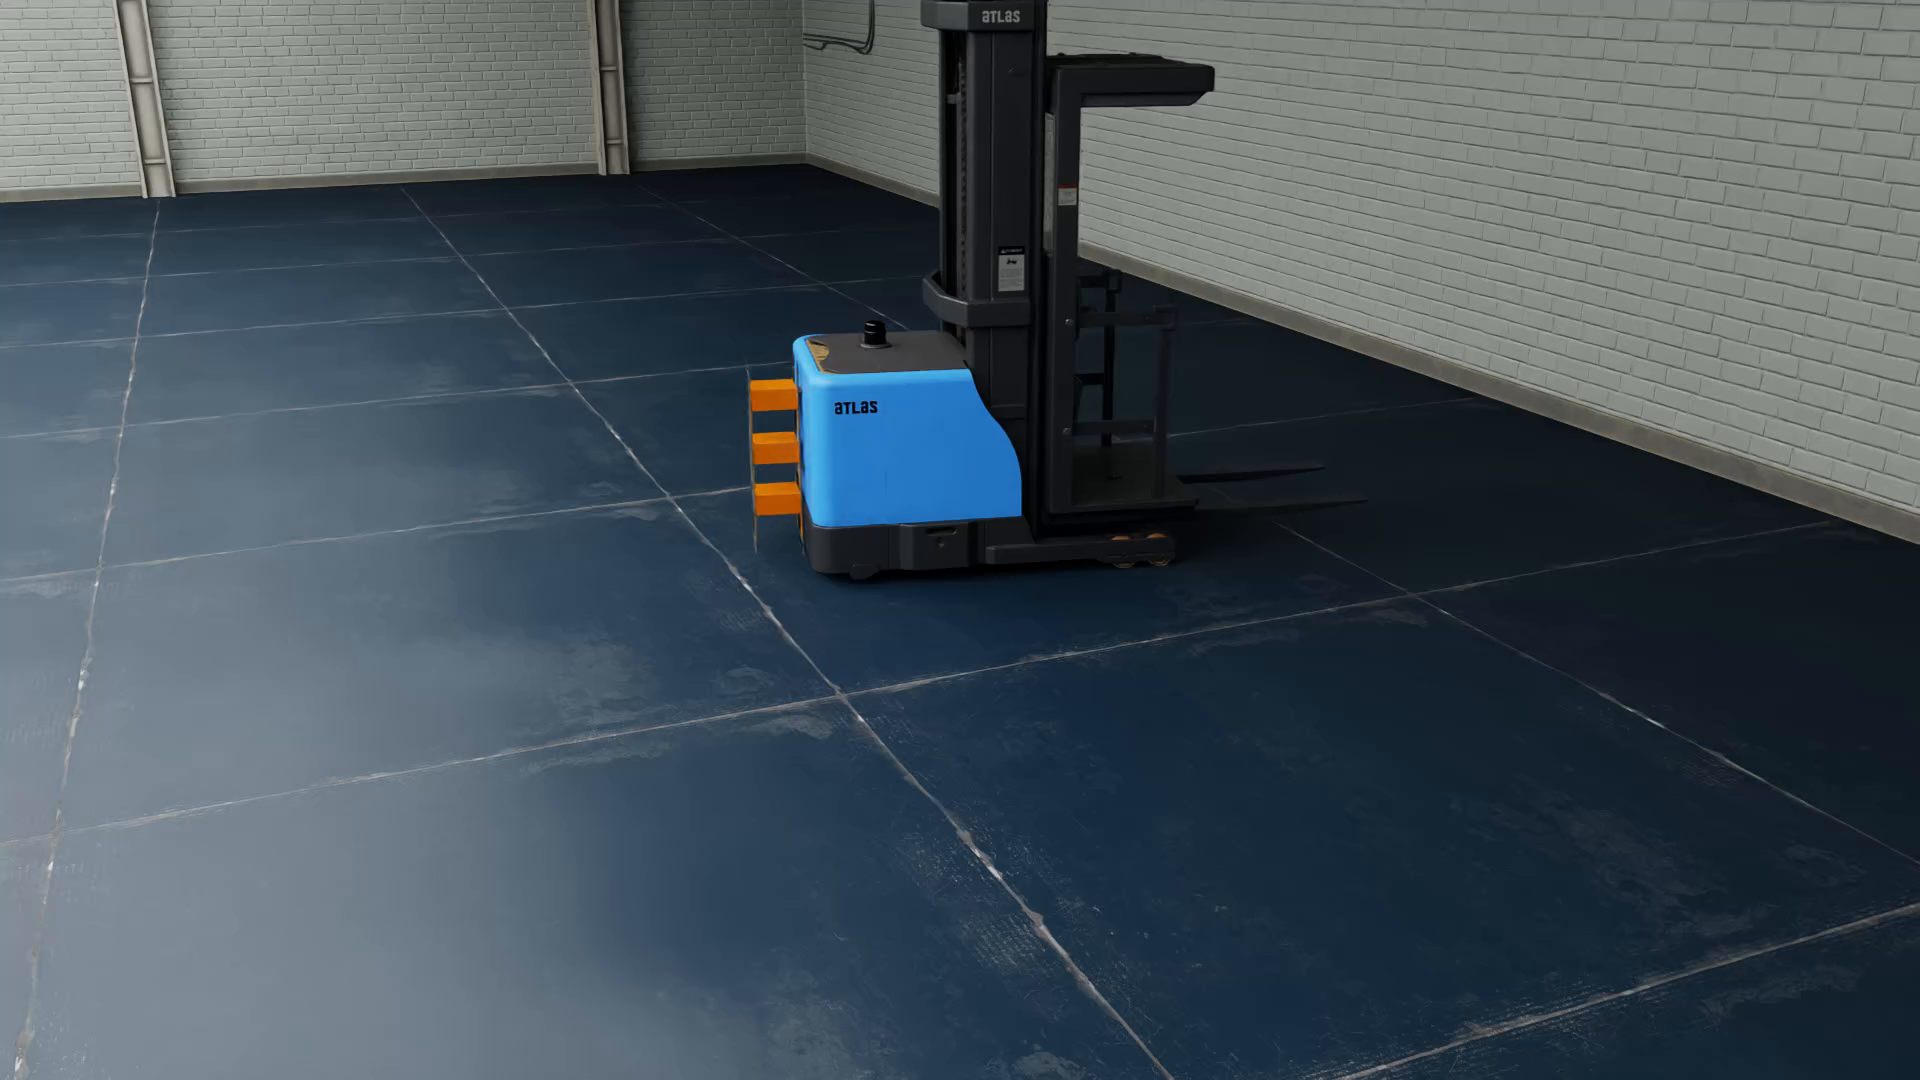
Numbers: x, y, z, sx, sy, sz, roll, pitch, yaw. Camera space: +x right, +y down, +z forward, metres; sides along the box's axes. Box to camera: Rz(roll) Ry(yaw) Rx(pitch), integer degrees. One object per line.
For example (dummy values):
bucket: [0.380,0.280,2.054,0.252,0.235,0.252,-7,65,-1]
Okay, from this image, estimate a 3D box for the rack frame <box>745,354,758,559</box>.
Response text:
rack frame: [-1.086,-0.430,8.661,0.008,1.050,0.200,-4,20,-10]

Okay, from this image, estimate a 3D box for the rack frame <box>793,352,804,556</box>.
rack frame: [-0.846,-0.445,8.704,0.008,1.050,0.200,-4,20,-10]

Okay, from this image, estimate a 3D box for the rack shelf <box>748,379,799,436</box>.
rack shelf: [-0.966,-0.695,8.592,0.240,0.259,0.215,-4,20,-10]

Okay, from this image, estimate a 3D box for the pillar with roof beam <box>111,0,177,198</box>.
pillar with roof beam: [-8.817,-7.456,16.650,0.400,9.000,9.100,-8,21,-22]

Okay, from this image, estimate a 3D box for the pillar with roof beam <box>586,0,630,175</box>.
pillar with roof beam: [-3.308,-8.246,18.891,0.400,9.000,9.100,-8,21,-22]

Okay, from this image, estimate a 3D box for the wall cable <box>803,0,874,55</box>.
wall cable: [-1.784,-8.078,23.091,0.112,2.526,3.097,-8,21,-22]

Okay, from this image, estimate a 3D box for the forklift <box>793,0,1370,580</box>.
forklift: [0.662,-1.405,8.599,3.031,2.935,1.130,-4,20,-10]

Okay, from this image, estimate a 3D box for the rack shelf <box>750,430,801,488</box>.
rack shelf: [-0.966,-0.427,8.686,0.240,0.259,0.215,-4,20,-10]

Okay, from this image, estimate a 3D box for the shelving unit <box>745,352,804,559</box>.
shelving unit: [-0.966,-0.437,8.683,0.252,1.050,0.215,-4,20,-10]

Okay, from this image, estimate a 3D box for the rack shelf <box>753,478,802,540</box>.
rack shelf: [-0.966,-0.165,8.778,0.240,0.259,0.215,-4,20,-10]
